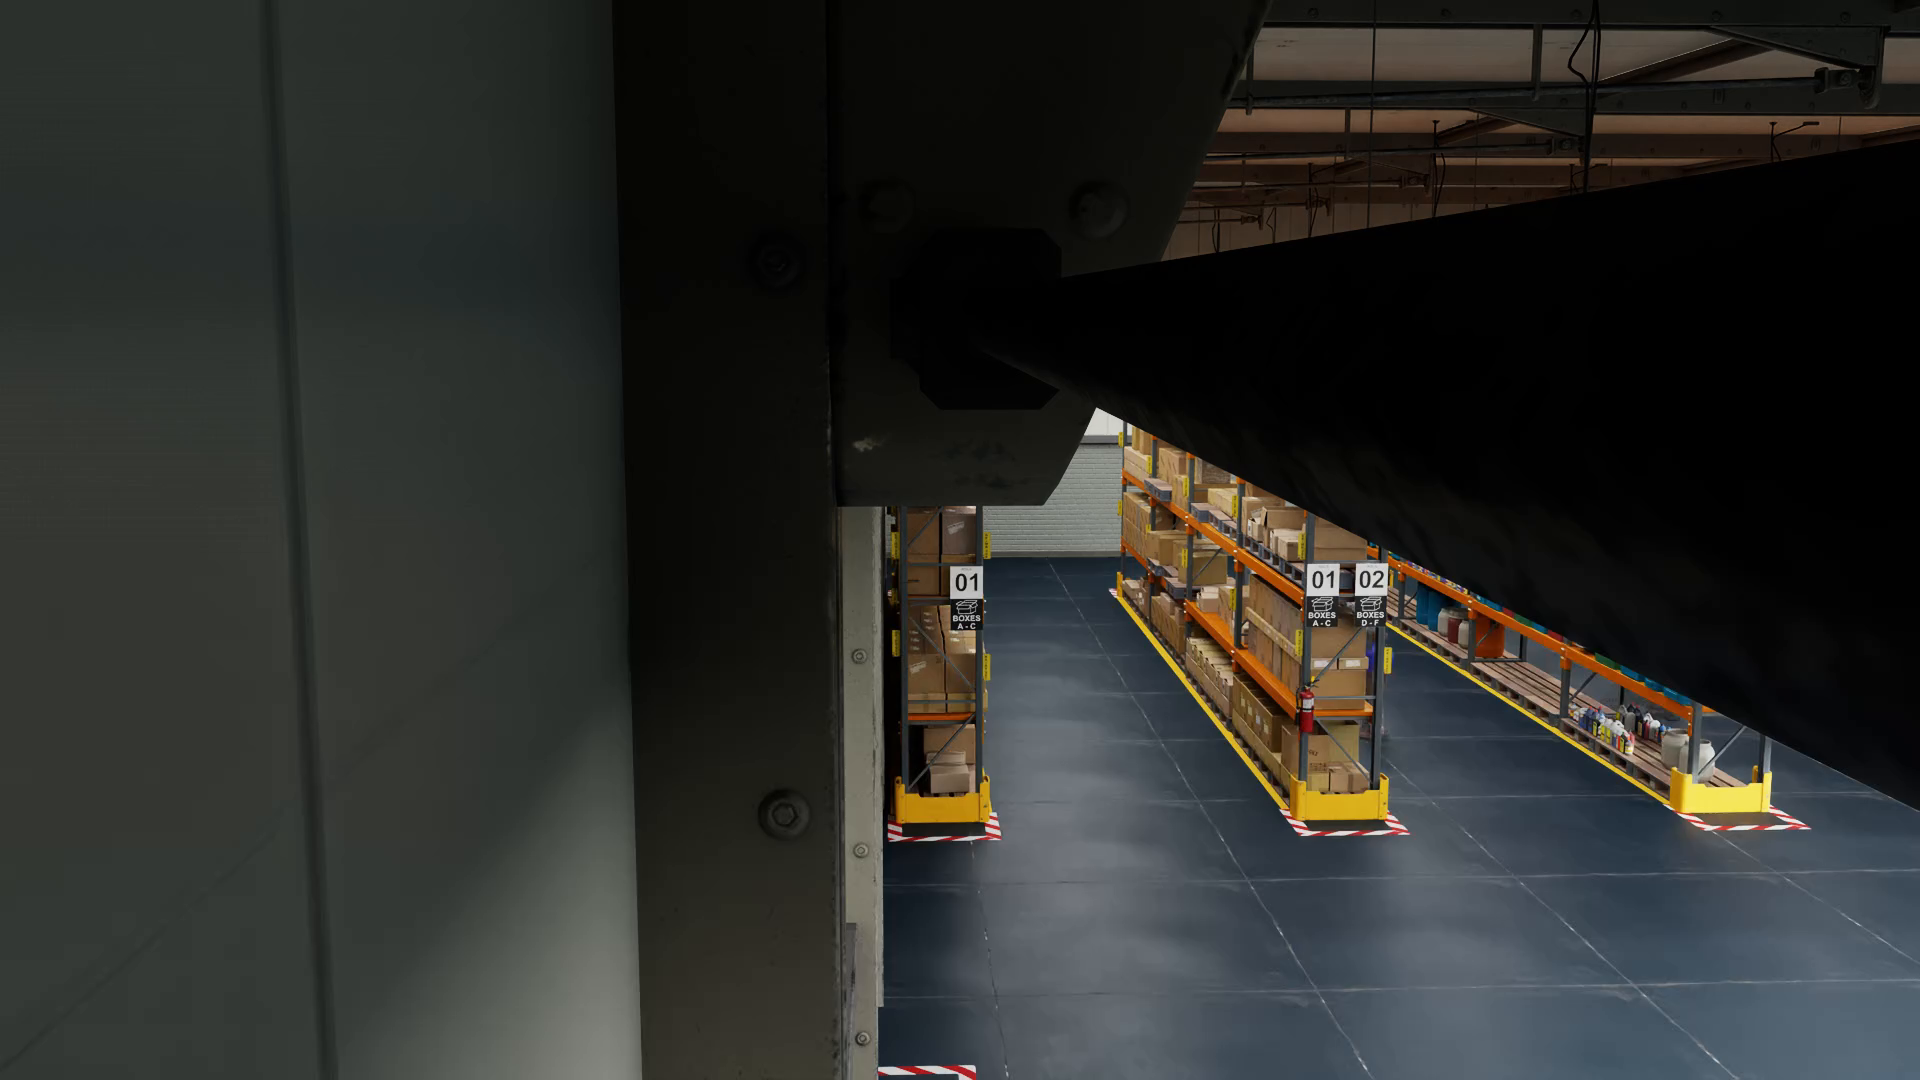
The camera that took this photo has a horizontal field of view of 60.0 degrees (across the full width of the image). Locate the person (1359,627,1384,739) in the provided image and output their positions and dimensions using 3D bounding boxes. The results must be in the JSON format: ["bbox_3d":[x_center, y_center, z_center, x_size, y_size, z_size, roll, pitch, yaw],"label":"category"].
[{"bbox_3d":[6.028,2.102,24.469,0.412,1.682,0.546,0,8,1],"label":"person"}]

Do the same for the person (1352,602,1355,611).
[{"bbox_3d":[7.415,1.149,30.991,0.366,1.682,0.492,0,8,-1],"label":"person"}]

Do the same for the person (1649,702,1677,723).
[{"bbox_3d":[10.863,1.943,25.339,0.592,1.733,0.547,4,9,29],"label":"person"}]
